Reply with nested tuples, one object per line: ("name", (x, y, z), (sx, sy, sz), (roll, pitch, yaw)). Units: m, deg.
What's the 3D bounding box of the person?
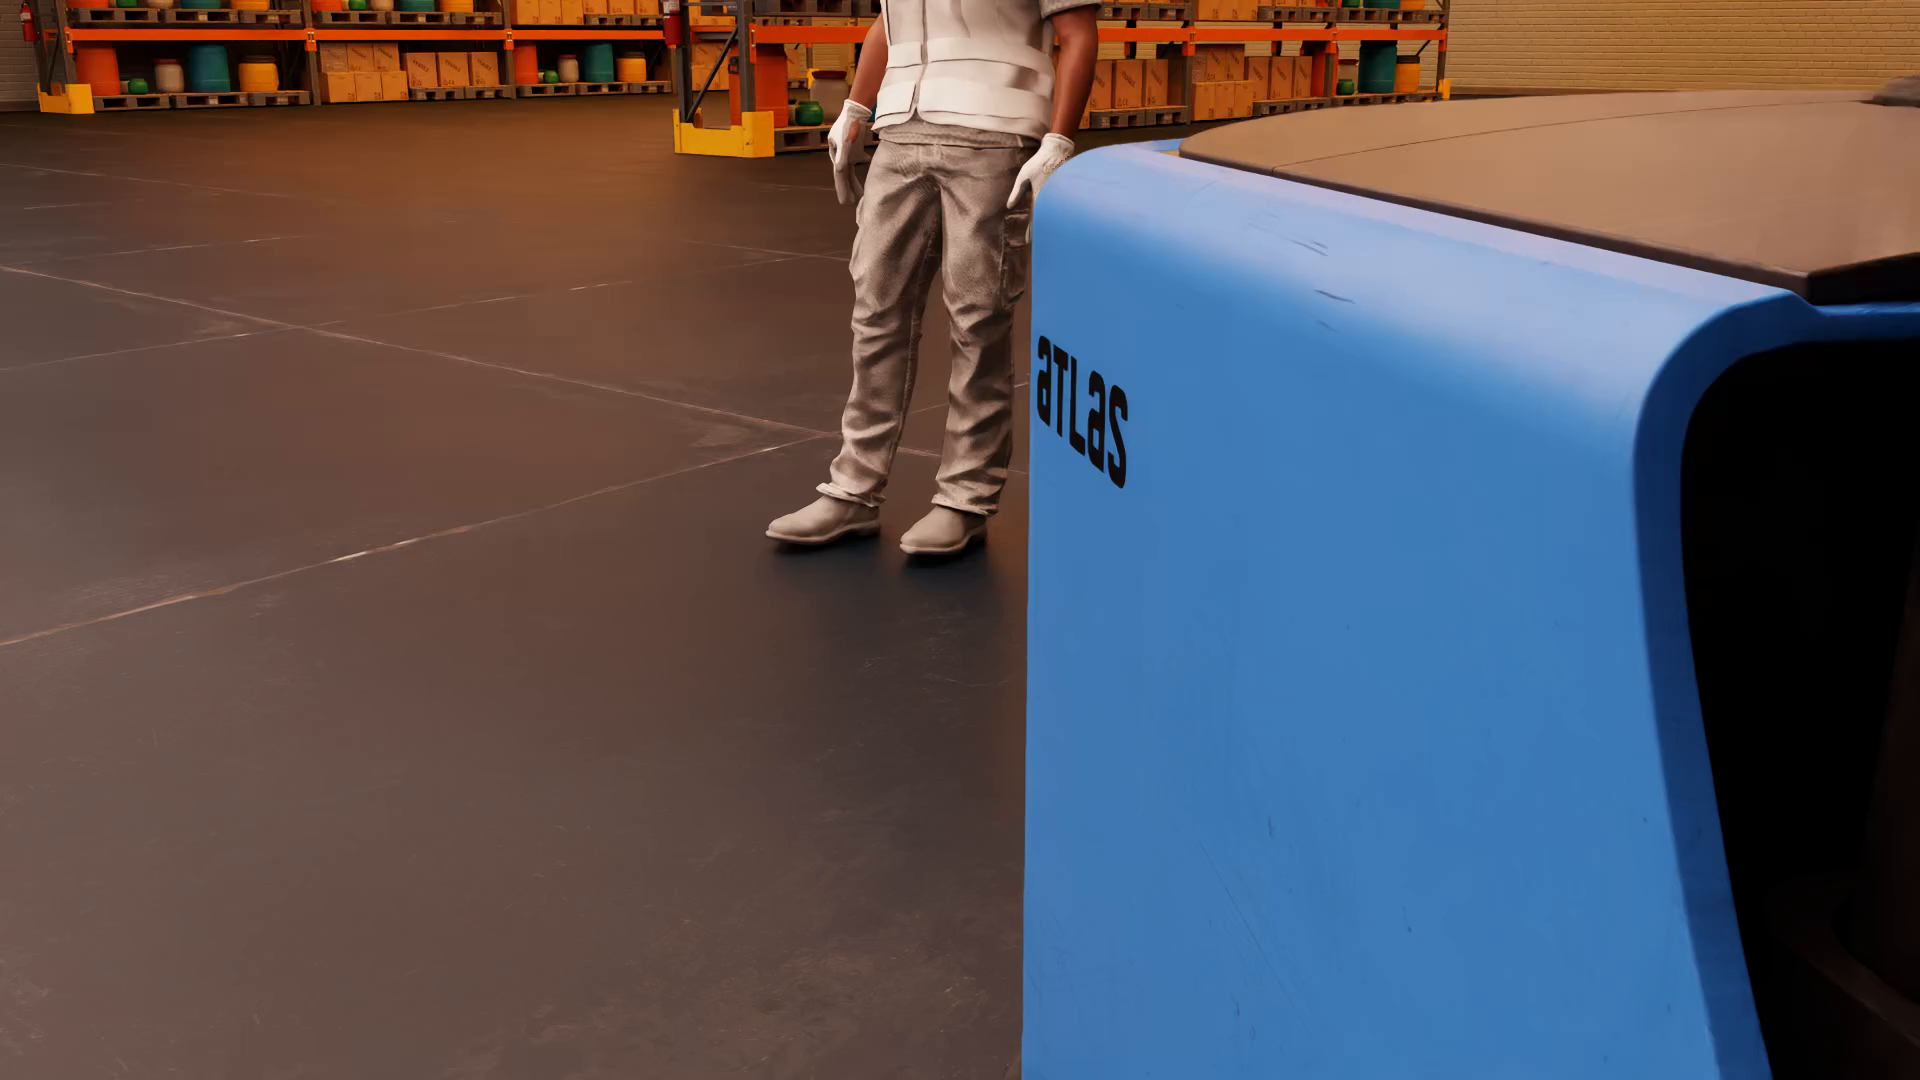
("person", (-0.052, -0.845, 3.633), (0.656, 1.781, 0.577), (13, 21, 37))
